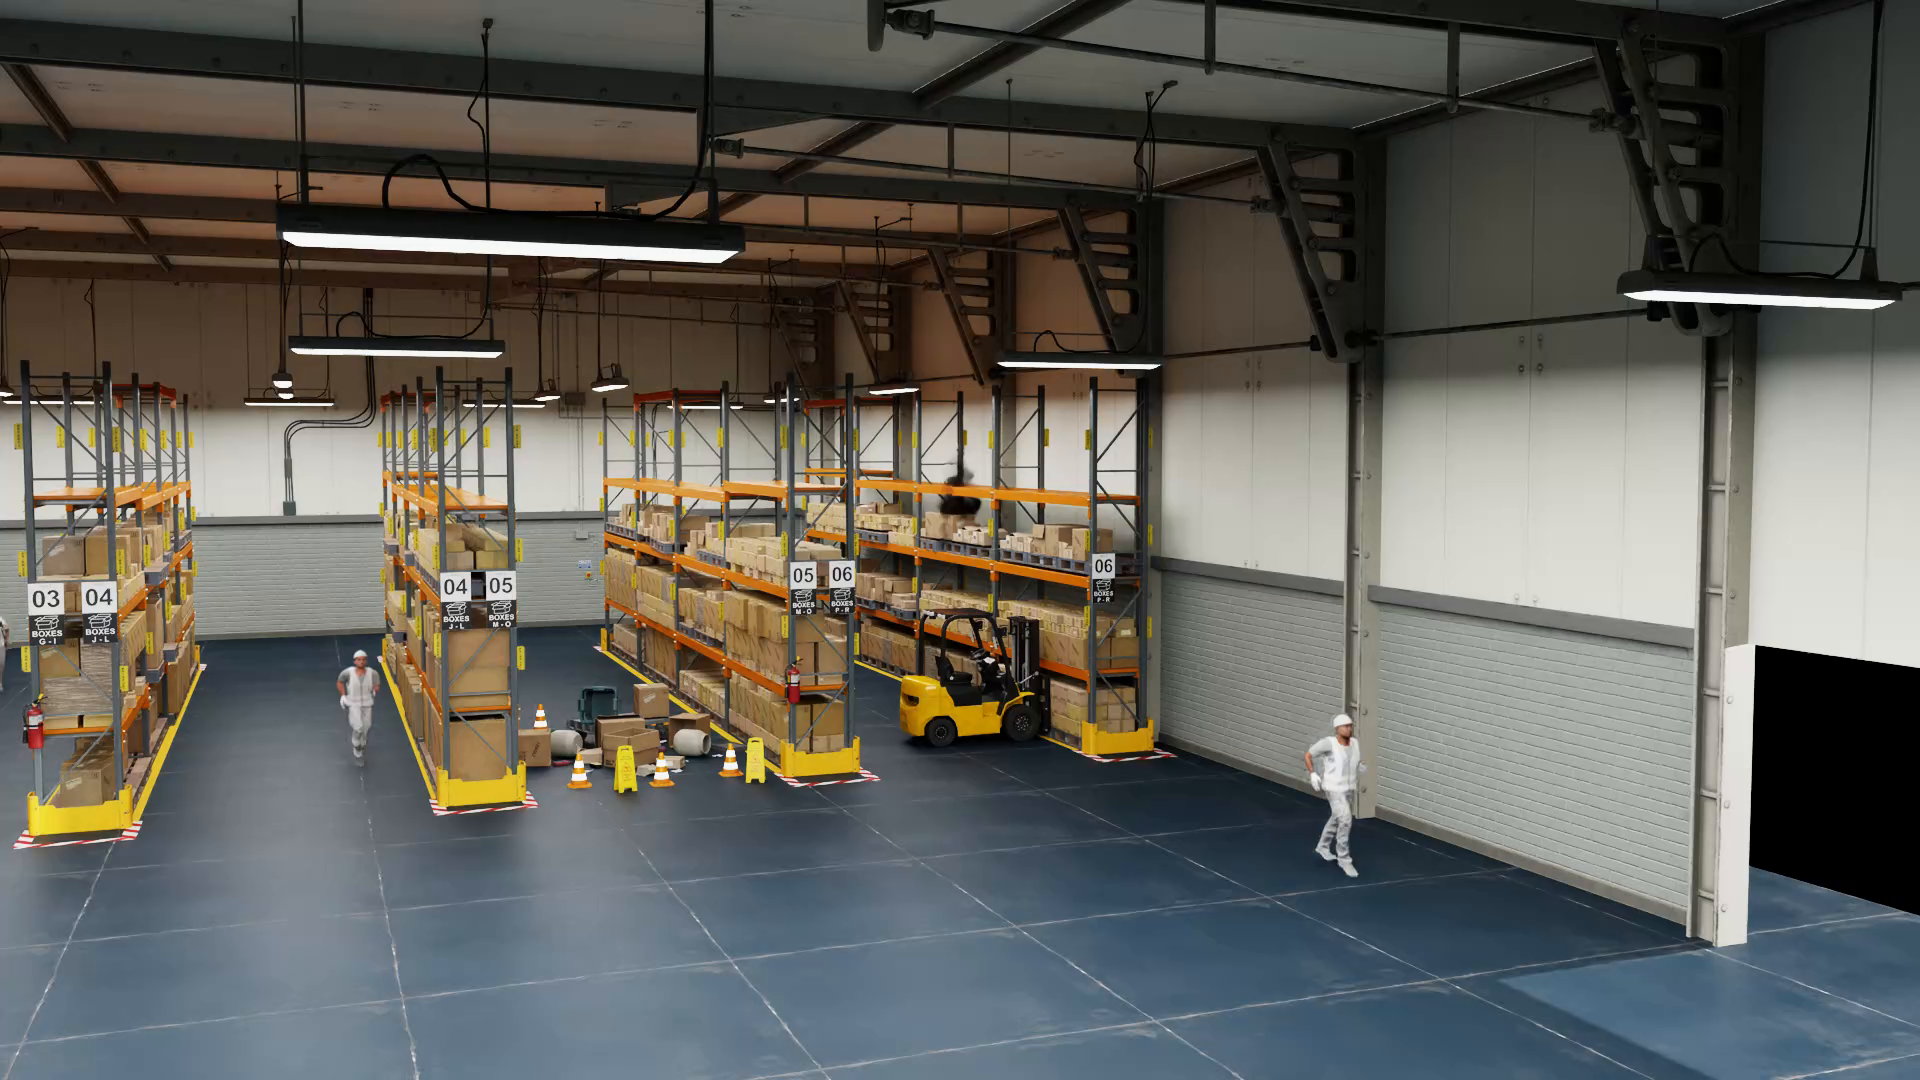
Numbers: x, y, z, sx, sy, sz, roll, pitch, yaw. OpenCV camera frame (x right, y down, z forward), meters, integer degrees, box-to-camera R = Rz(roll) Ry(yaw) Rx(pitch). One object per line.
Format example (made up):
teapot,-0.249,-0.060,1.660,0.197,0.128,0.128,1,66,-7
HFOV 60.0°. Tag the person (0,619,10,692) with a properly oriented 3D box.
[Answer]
person,-19.355,2.169,33.328,0.571,1.688,0.886,-3,4,-36

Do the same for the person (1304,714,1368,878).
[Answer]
person,4.420,2.937,19.369,0.690,1.836,0.790,-2,4,-34

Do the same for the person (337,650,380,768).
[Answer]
person,-9.214,2.587,25.578,0.565,1.807,0.838,-2,4,-36
